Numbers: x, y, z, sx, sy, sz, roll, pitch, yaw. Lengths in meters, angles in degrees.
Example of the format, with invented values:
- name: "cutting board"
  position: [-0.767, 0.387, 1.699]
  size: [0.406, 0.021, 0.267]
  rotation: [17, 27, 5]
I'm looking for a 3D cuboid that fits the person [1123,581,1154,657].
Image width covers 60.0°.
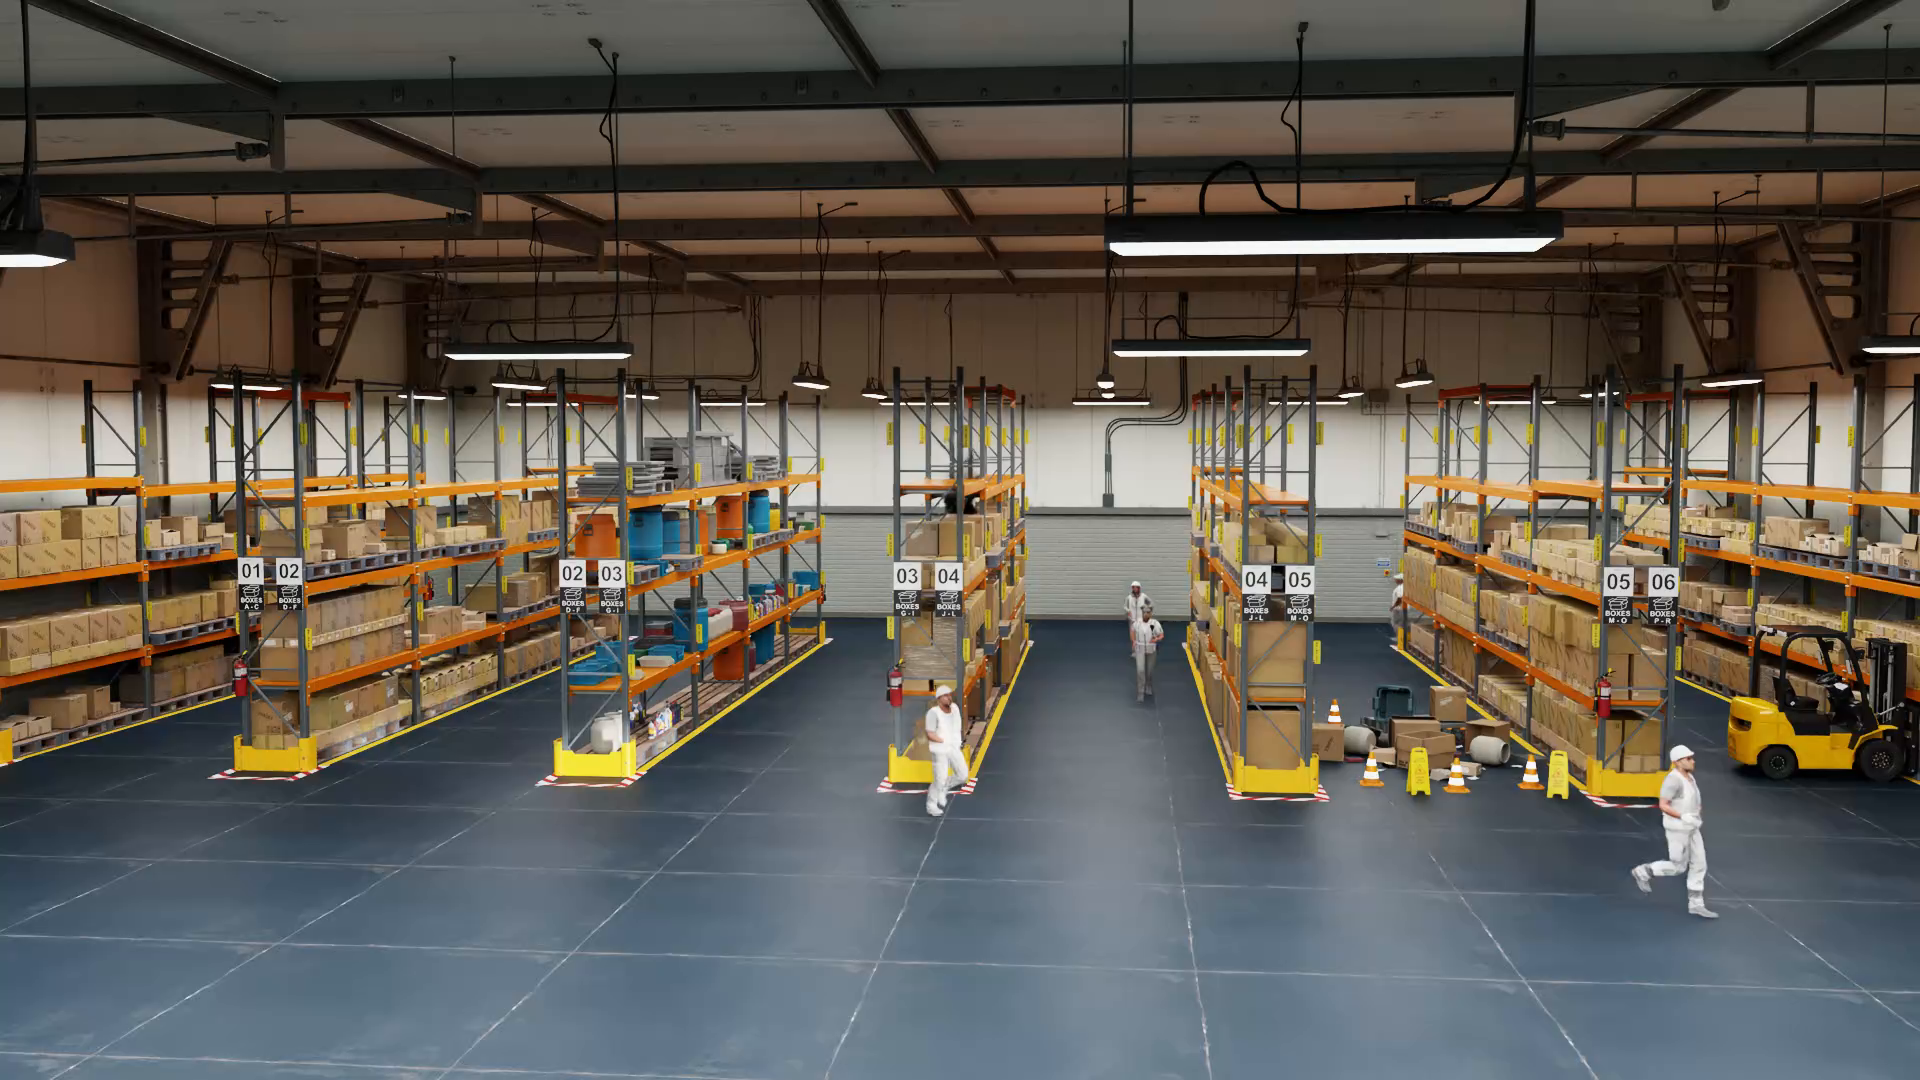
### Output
- name: "person"
  position: [4.030, 1.801, 37.670]
  size: [0.691, 1.732, 0.672]
  rotation: [1, 4, 14]

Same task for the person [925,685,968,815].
- name: "person"
  position: [-0.152, 2.768, 21.859]
  size: [0.708, 1.729, 0.701]
  rotation: [-3, 5, -40]

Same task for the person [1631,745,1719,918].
- name: "person"
  position: [7.552, 3.037, 17.499]
  size: [0.655, 1.772, 0.898]
  rotation: [-3, 5, -42]

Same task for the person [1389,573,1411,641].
- name: "person"
  position: [10.707, 1.654, 40.357]
  size: [0.604, 1.711, 0.760]
  rotation: [2, 4, 30]

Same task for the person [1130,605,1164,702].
- name: "person"
  position: [3.577, 2.139, 31.813]
  size: [0.655, 1.805, 0.876]
  rotation: [0, 4, 7]
